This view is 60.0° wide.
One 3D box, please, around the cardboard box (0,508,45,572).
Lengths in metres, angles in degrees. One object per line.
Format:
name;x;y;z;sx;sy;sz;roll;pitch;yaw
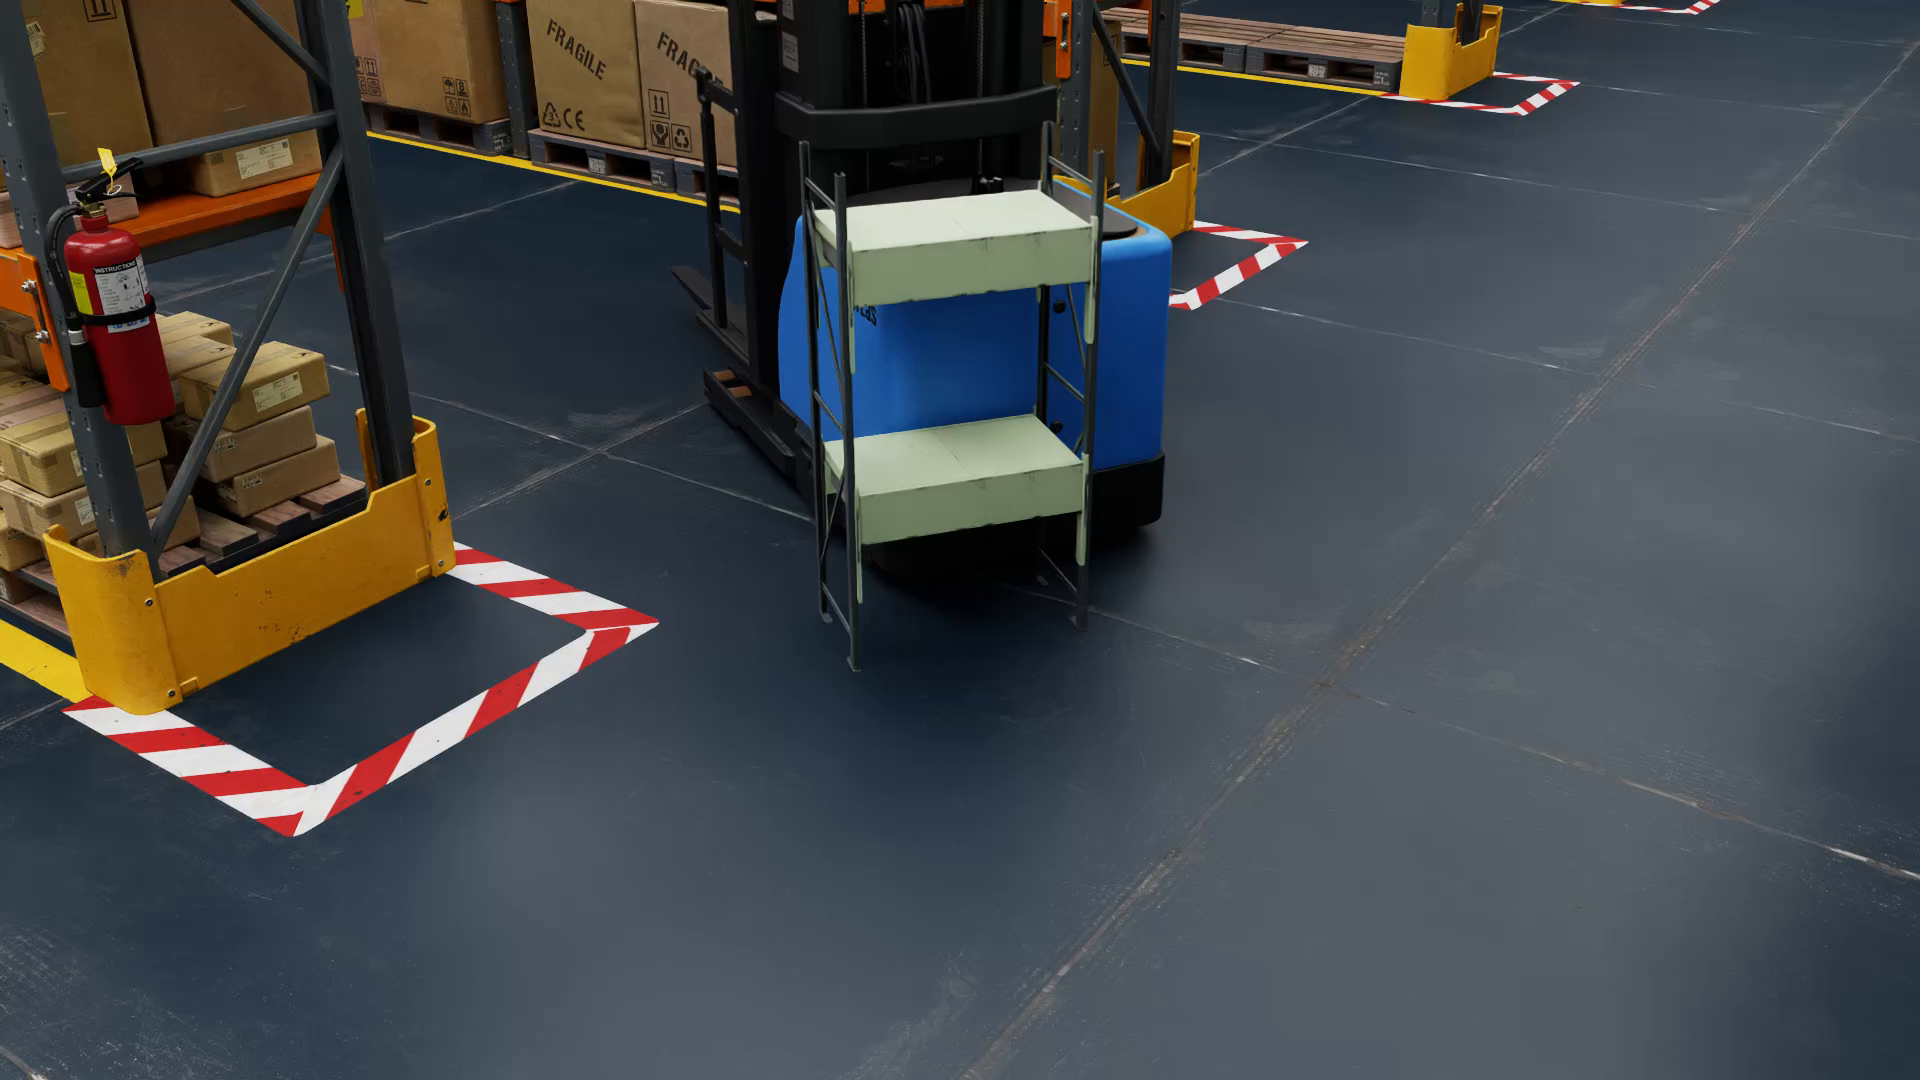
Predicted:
cardboard box;-2.897;-0.067;5.255;0.250;0.149;0.380;18;32;32

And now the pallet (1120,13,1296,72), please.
pallet;1.960;-4.043;13.461;1.213;0.211;1.003;17;32;30

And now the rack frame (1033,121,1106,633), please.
rack frame;0.319;-0.466;5.013;0.023;1.500;0.400;-9;28;-17

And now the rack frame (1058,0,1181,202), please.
rack frame;0.815;-2.894;8.129;0.127;3.000;1.000;17;32;30

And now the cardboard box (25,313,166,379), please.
cardboard box;-2.997;-0.680;5.803;0.250;0.149;0.380;16;31;28

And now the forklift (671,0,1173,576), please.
forklift;-0.392;-1.831;6.116;1.130;2.935;3.031;-12;29;-23

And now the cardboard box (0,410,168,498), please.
cardboard box;-2.656;-0.288;5.034;0.250;0.149;0.380;18;32;31

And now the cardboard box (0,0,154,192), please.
cardboard box;-2.592;-1.262;4.484;0.500;0.500;0.500;18;32;31

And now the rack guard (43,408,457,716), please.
rack guard;-2.139;0.029;5.142;0.348;0.500;1.175;17;32;30

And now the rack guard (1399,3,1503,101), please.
rack guard;3.647;-3.630;12.332;0.348;0.500;1.175;17;32;30

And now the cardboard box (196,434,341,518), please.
cardboard box;-2.327;-0.236;5.587;0.250;0.149;0.380;18;32;31

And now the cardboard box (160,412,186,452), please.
cardboard box;-2.556;-0.437;5.653;0.250;0.149;0.380;17;32;30

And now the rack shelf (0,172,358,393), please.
rack shelf;-3.725;-1.258;5.709;4.000;0.370;1.077;17;32;30

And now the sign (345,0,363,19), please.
sign;-1.769;-1.654;4.739;0.005;0.325;0.100;17;32;30

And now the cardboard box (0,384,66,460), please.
cardboard box;-2.831;-0.374;5.203;0.250;0.149;0.380;18;32;31

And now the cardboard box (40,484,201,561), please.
cardboard box;-2.628;-0.039;5.200;0.250;0.149;0.380;18;32;31

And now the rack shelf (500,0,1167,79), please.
rack shelf;-0.833;-3.087;9.301;4.000;0.370;1.077;17;32;30

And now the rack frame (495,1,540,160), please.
rack frame;-2.482;-3.921;10.147;0.127;3.000;1.000;17;32;30

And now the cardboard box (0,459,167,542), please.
cardboard box;-2.673;-0.143;5.077;0.250;0.149;0.380;16;31;29

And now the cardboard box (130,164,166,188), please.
cardboard box;-2.391;-1.209;5.096;0.250;0.149;0.380;19;32;32

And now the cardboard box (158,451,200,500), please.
cardboard box;-2.589;-0.273;5.659;0.250;0.149;0.380;17;32;30

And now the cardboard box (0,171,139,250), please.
cardboard box;-2.505;-0.931;4.550;0.250;0.149;0.380;17;32;30

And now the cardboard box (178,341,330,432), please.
cardboard box;-2.316;-0.509;5.467;0.250;0.149;0.380;16;31;28

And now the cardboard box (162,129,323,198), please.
cardboard box;-2.158;-1.159;4.998;0.250;0.149;0.380;17;32;30

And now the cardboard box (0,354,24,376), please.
cardboard box;-3.294;-0.484;5.417;0.250;0.149;0.380;16;31;28

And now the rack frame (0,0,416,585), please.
rack frame;-2.076;-1.065;4.536;0.127;3.000;1.000;17;32;30

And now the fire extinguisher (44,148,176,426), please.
fire extinguisher;-2.130;-0.628;4.172;0.183;0.674;0.296;17;32;30

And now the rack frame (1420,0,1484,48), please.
rack frame;3.620;-4.745;11.768;0.127;3.000;1.000;17;32;30

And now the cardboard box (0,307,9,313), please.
cardboard box;-3.412;-0.839;6.116;0.250;0.149;0.380;18;32;31

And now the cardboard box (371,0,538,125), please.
cardboard box;-3.021;-3.318;10.842;0.875;0.875;1.225;17;32;30

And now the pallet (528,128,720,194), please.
pallet;-1.899;-2.454;10.339;1.213;0.211;1.003;17;32;30

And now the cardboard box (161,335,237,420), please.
cardboard box;-2.611;-0.535;5.517;0.250;0.149;0.380;18;32;31

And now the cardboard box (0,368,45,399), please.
cardboard box;-3.116;-0.393;5.240;0.250;0.149;0.380;17;31;29

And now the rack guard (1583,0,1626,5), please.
rack guard;6.365;-5.502;16.010;0.348;0.500;1.175;17;32;30

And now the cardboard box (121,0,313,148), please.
cardboard box;-2.290;-1.461;4.876;0.500;0.500;0.500;19;33;33

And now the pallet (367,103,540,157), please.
pallet;-3.160;-2.848;11.114;1.213;0.211;1.003;17;32;30

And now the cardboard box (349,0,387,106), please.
cardboard box;-3.758;-3.547;11.293;0.875;0.875;1.225;16;31;29

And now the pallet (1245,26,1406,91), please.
pallet;2.962;-3.729;12.845;1.213;0.211;1.003;17;32;30

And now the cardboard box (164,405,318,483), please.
cardboard box;-2.363;-0.345;5.473;0.250;0.149;0.380;19;32;32

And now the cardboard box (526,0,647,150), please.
cardboard box;-1.983;-2.962;10.142;0.875;0.875;0.875;17;32;30

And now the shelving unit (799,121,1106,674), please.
shelving unit;-0.026;-0.411;4.904;0.755;1.500;0.431;-9;28;-17

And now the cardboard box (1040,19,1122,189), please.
cardboard box;0.243;-2.268;8.780;0.875;0.875;0.875;17;32;30

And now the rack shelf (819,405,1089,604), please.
rack shelf;-0.026;-0.120;5.052;0.720;0.370;0.431;-9;28;-17

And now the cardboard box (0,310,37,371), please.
cardboard box;-3.221;-0.755;5.950;0.250;0.149;0.380;19;32;32

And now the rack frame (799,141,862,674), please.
rack frame;-0.371;-0.355;4.795;0.023;1.500;0.400;-9;28;-17

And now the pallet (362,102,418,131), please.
pallet;-4.170;-3.161;11.729;1.213;0.211;1.003;17;32;30

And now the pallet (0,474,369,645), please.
pallet;-2.788;-0.064;5.643;1.213;0.211;1.003;17;32;30

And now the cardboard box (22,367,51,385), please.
cardboard box;-3.231;-0.605;5.985;0.250;0.149;0.380;16;31;28

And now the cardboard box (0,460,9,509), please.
cardboard box;-2.858;-0.231;5.248;0.250;0.149;0.380;16;31;29

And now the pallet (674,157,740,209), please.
pallet;-0.889;-2.141;9.724;1.213;0.211;1.003;17;32;30

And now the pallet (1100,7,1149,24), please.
pallet;0.951;-4.356;14.076;1.213;0.211;1.003;17;32;30

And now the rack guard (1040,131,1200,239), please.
rack guard;0.835;-1.774;8.684;0.348;0.500;1.175;17;32;30

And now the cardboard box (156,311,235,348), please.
cardboard box;-2.746;-0.647;5.739;0.250;0.149;0.380;17;32;30

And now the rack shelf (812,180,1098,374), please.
rack shelf;-0.026;-0.759;4.727;0.720;0.370;0.431;-9;28;-17

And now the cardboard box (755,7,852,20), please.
cardboard box;-0.508;-2.502;9.239;0.875;0.875;0.875;17;32;30

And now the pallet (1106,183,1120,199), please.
pallet;0.112;-1.827;9.107;1.213;0.211;1.003;17;32;30

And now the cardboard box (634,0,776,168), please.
cardboard box;-1.241;-2.731;9.688;0.875;0.875;0.875;17;32;30
